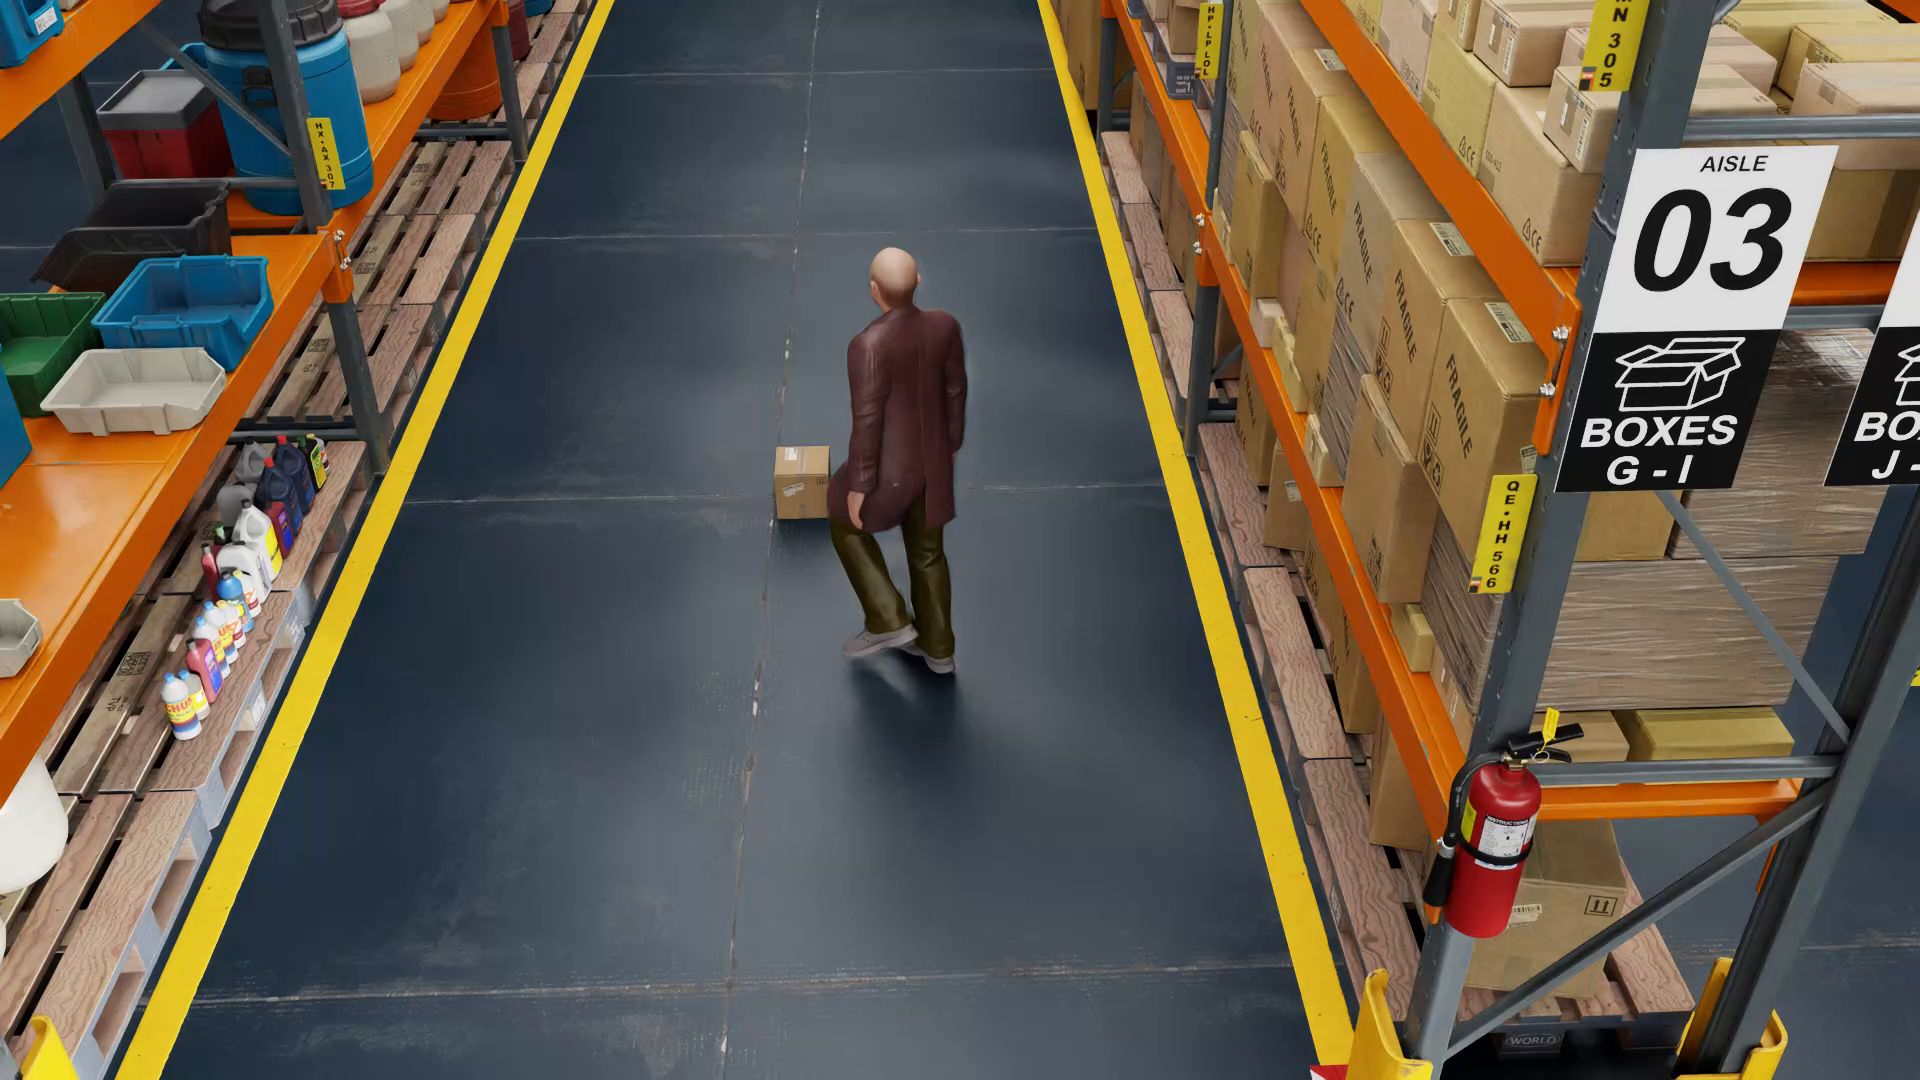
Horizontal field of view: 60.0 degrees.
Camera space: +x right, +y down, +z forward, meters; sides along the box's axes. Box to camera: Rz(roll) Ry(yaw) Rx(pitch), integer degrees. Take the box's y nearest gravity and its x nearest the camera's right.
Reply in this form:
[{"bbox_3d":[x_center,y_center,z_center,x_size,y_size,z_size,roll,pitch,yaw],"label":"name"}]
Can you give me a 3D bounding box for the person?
[{"bbox_3d":[-0.213,-0.284,6.539,0.637,1.761,0.551,-24,42,-31],"label":"person"}]
